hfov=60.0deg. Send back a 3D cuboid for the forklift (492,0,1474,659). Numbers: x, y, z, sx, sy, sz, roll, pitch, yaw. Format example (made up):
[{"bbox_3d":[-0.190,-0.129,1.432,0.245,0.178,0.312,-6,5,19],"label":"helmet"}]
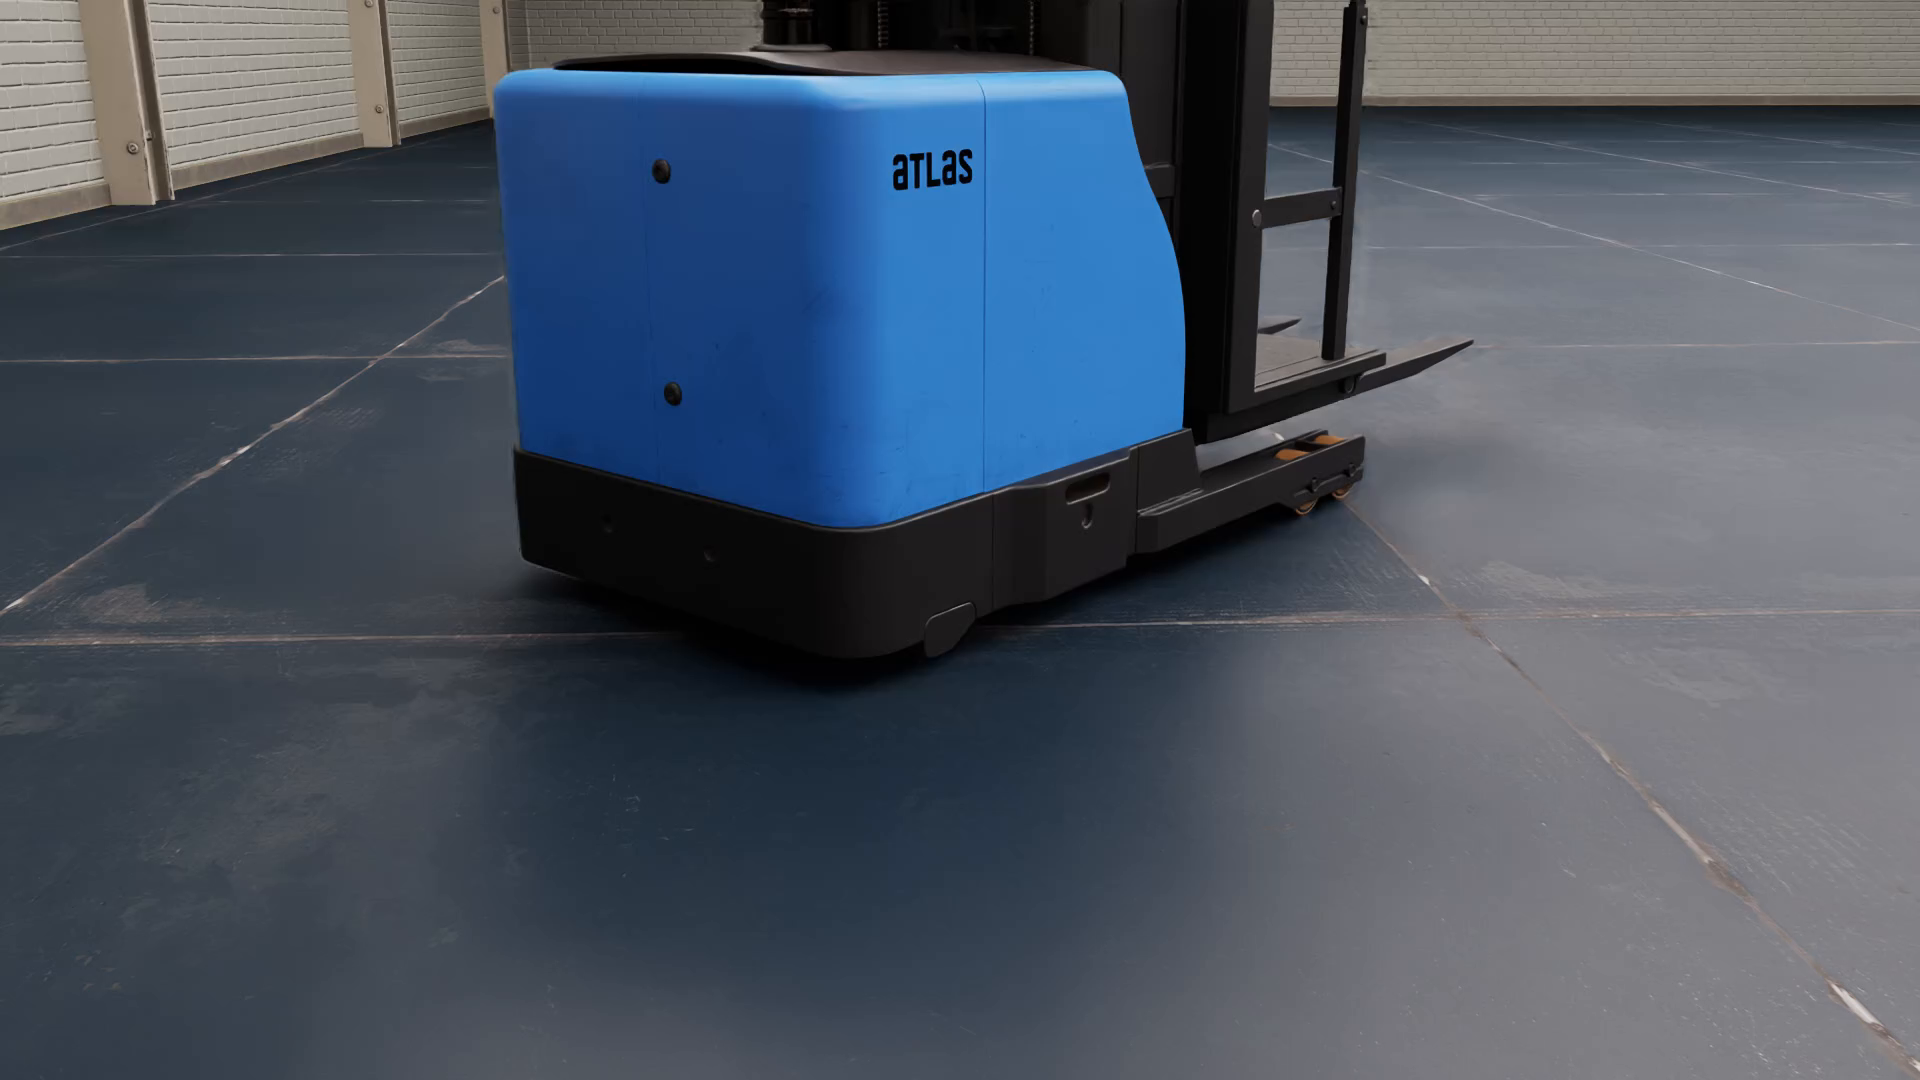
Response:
[{"bbox_3d":[0.387,-1.545,3.958,1.130,2.935,3.031,14,22,38],"label":"forklift"}]
